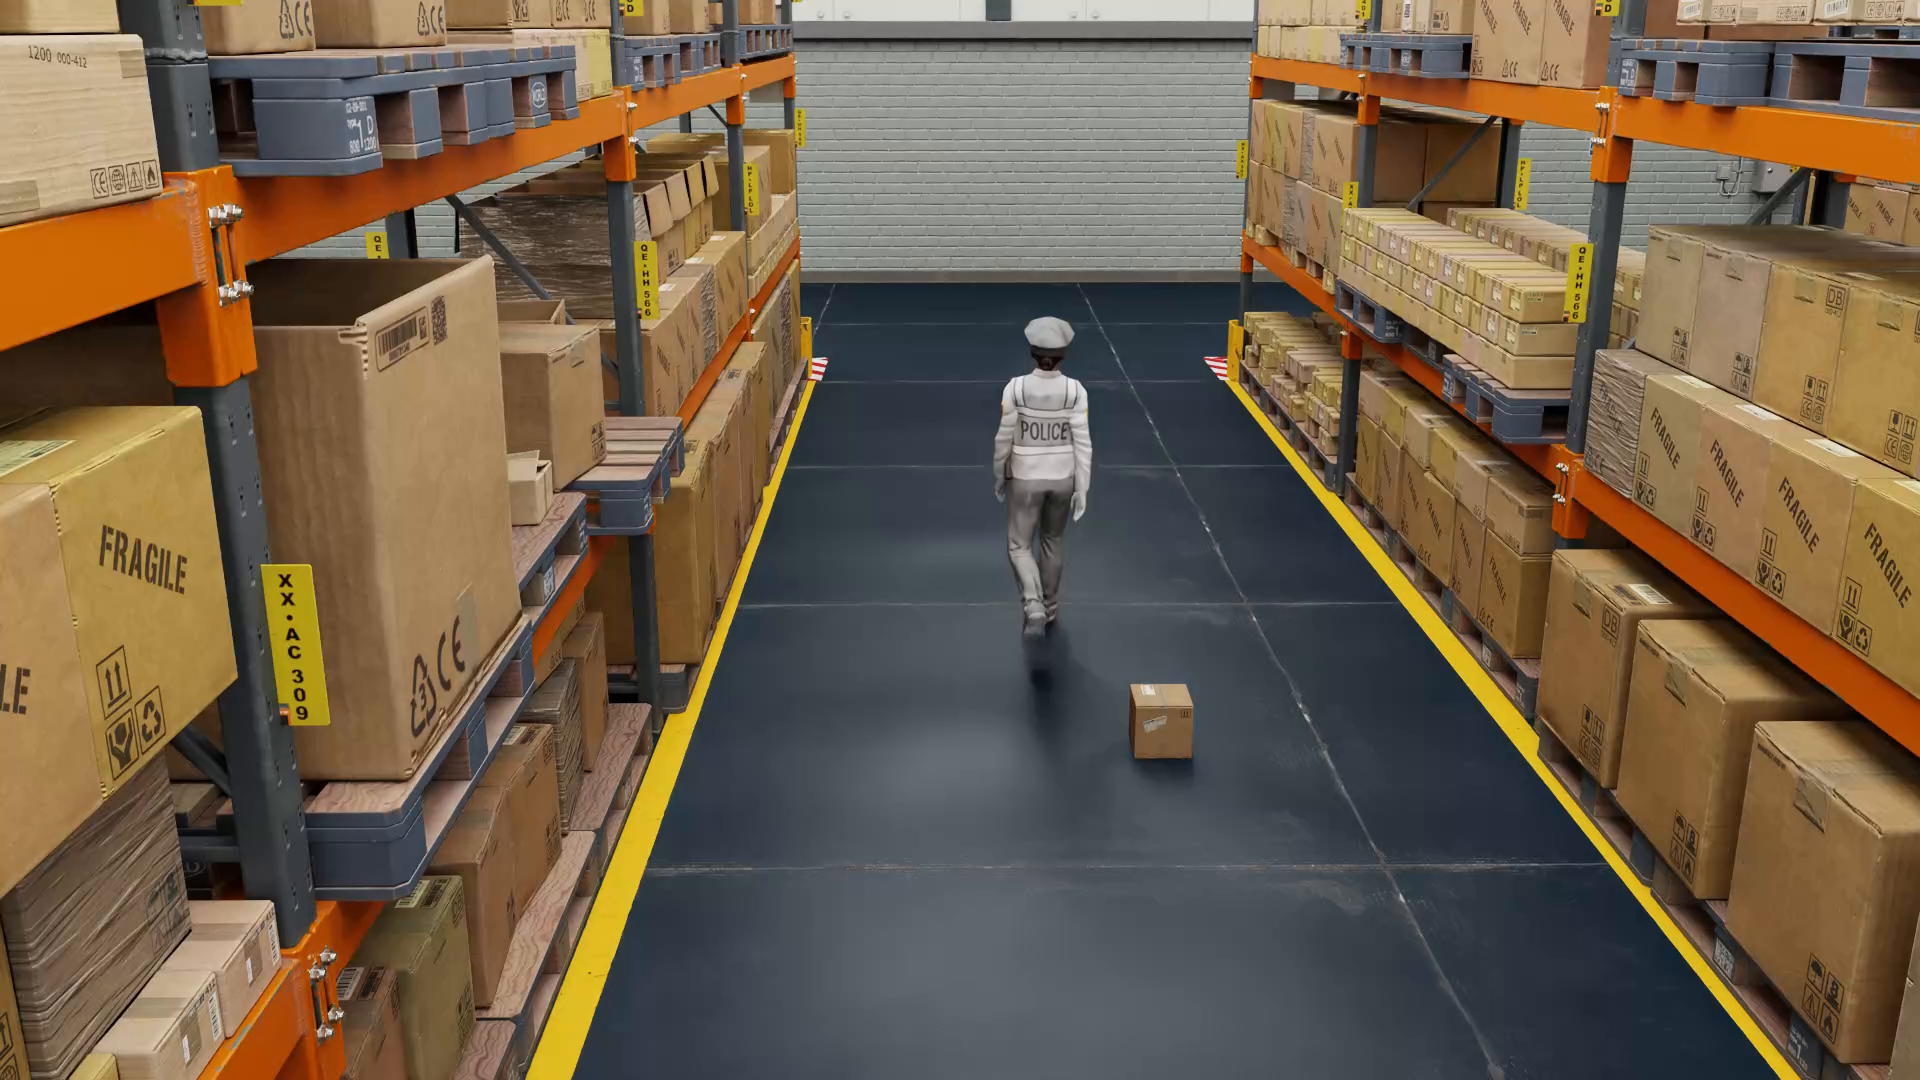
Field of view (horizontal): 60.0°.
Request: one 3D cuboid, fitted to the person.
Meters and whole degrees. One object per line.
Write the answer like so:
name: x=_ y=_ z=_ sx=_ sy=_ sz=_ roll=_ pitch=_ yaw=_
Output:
person: x=0.419 y=-0.303 z=8.443 sx=0.479 sy=1.648 sz=0.883 roll=-2 pitch=17 yaw=-7
